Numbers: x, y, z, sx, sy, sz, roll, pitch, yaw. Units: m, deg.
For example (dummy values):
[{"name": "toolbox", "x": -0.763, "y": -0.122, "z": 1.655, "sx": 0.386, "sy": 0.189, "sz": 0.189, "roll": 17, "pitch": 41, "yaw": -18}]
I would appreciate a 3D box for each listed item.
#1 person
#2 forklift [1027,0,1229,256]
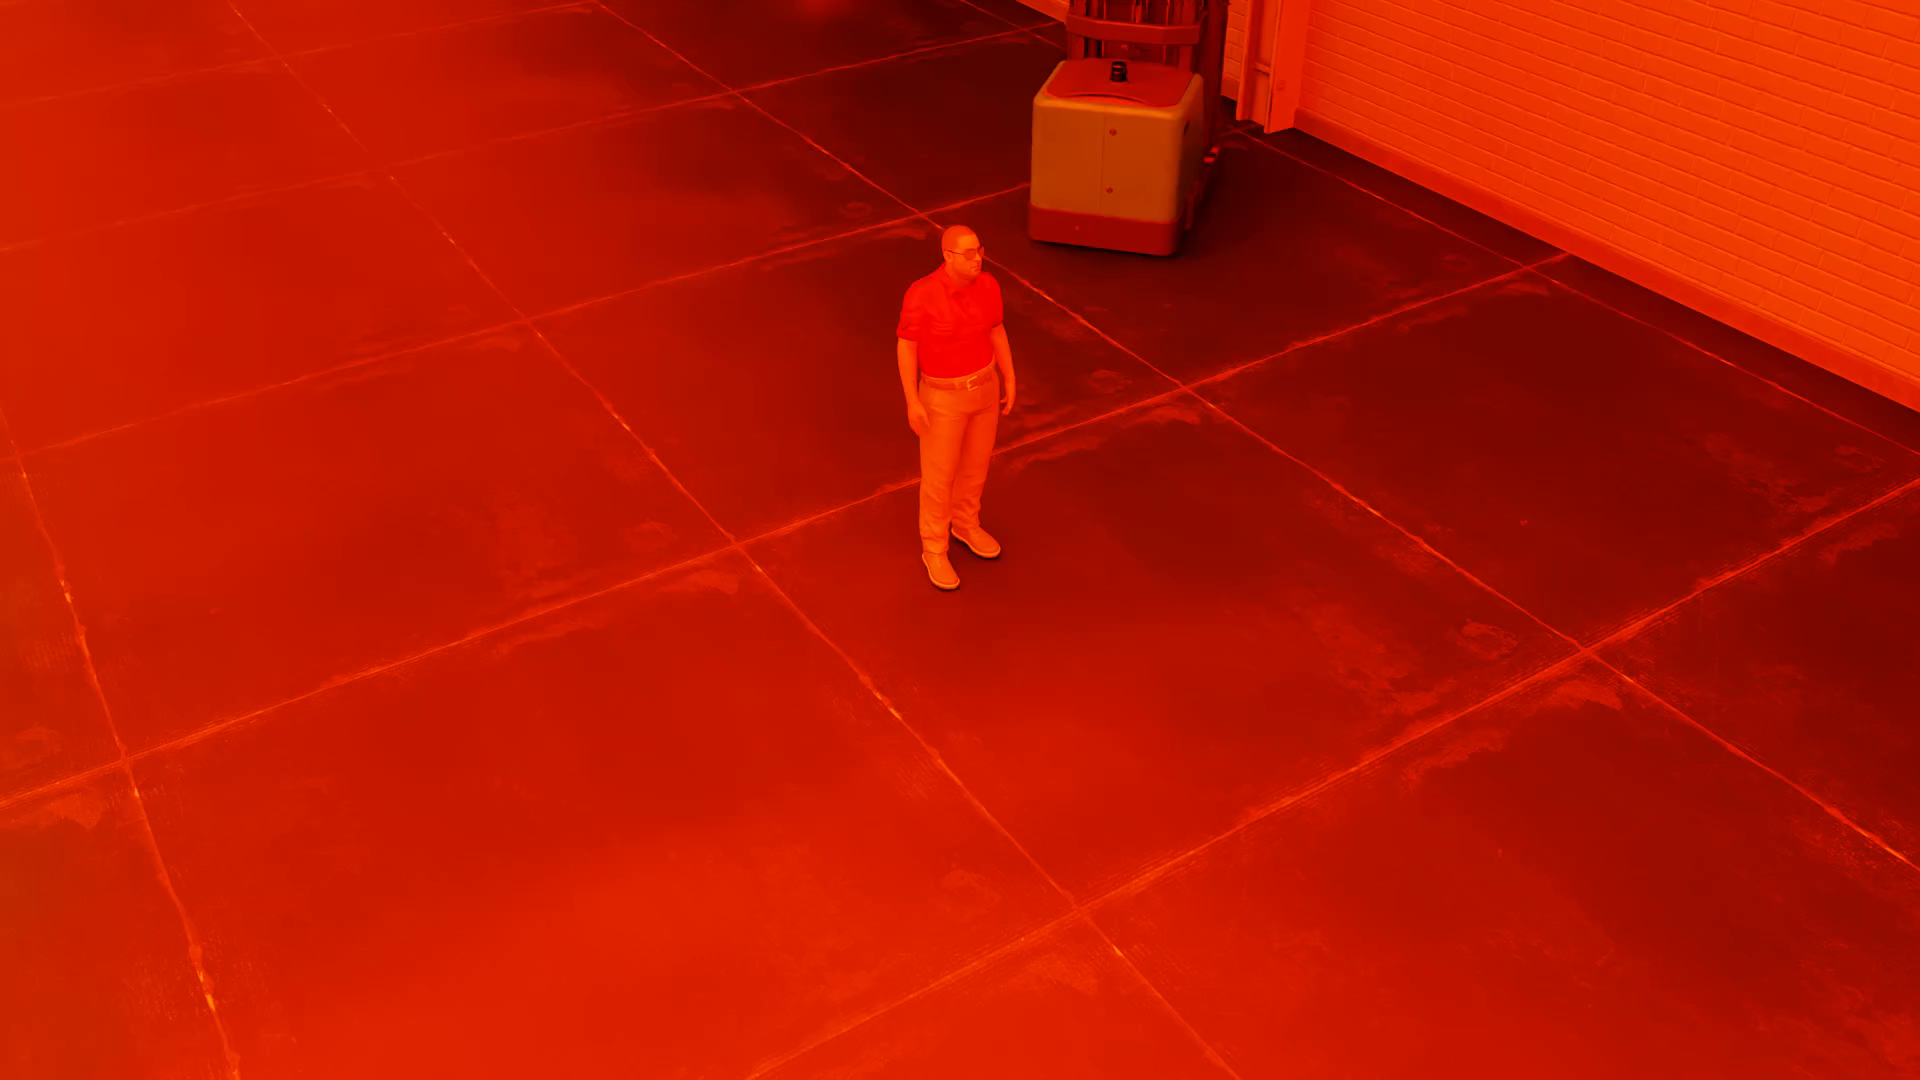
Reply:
[{"name": "person", "x": 0.038, "y": -0.666, "z": 8.129, "sx": 0.640, "sy": 1.727, "sz": 0.551, "roll": -21, "pitch": 40, "yaw": -27}, {"name": "forklift", "x": 1.377, "y": -3.982, "z": 11.816, "sx": 1.130, "sy": 2.935, "sz": 3.031, "roll": 10, "pitch": 36, "yaw": 13}]
